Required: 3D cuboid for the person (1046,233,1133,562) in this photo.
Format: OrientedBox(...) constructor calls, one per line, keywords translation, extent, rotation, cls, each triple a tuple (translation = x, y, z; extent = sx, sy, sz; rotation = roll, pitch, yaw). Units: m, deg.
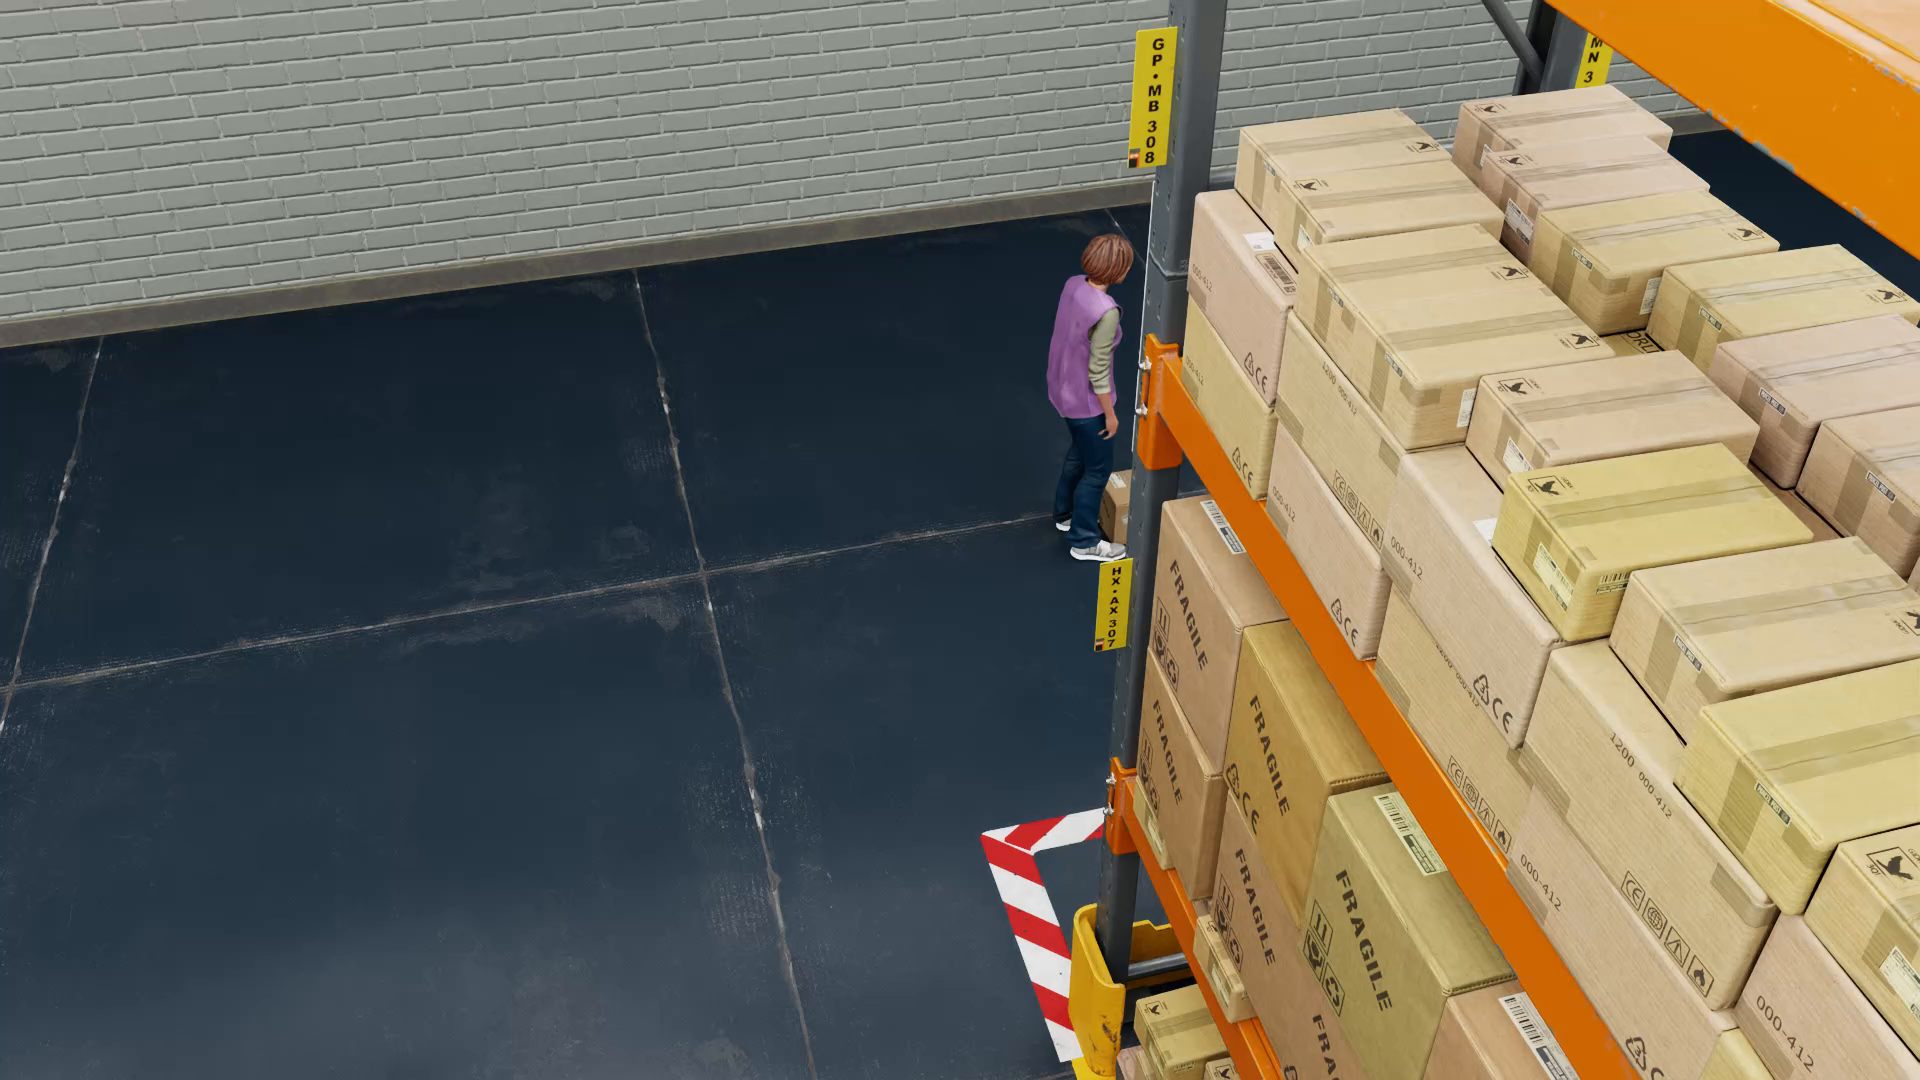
OrientedBox(translation=(0.582, -0.636, 7.525), extent=(0.349, 1.580, 0.478), rotation=(-12, 40, -14), cls="person")
